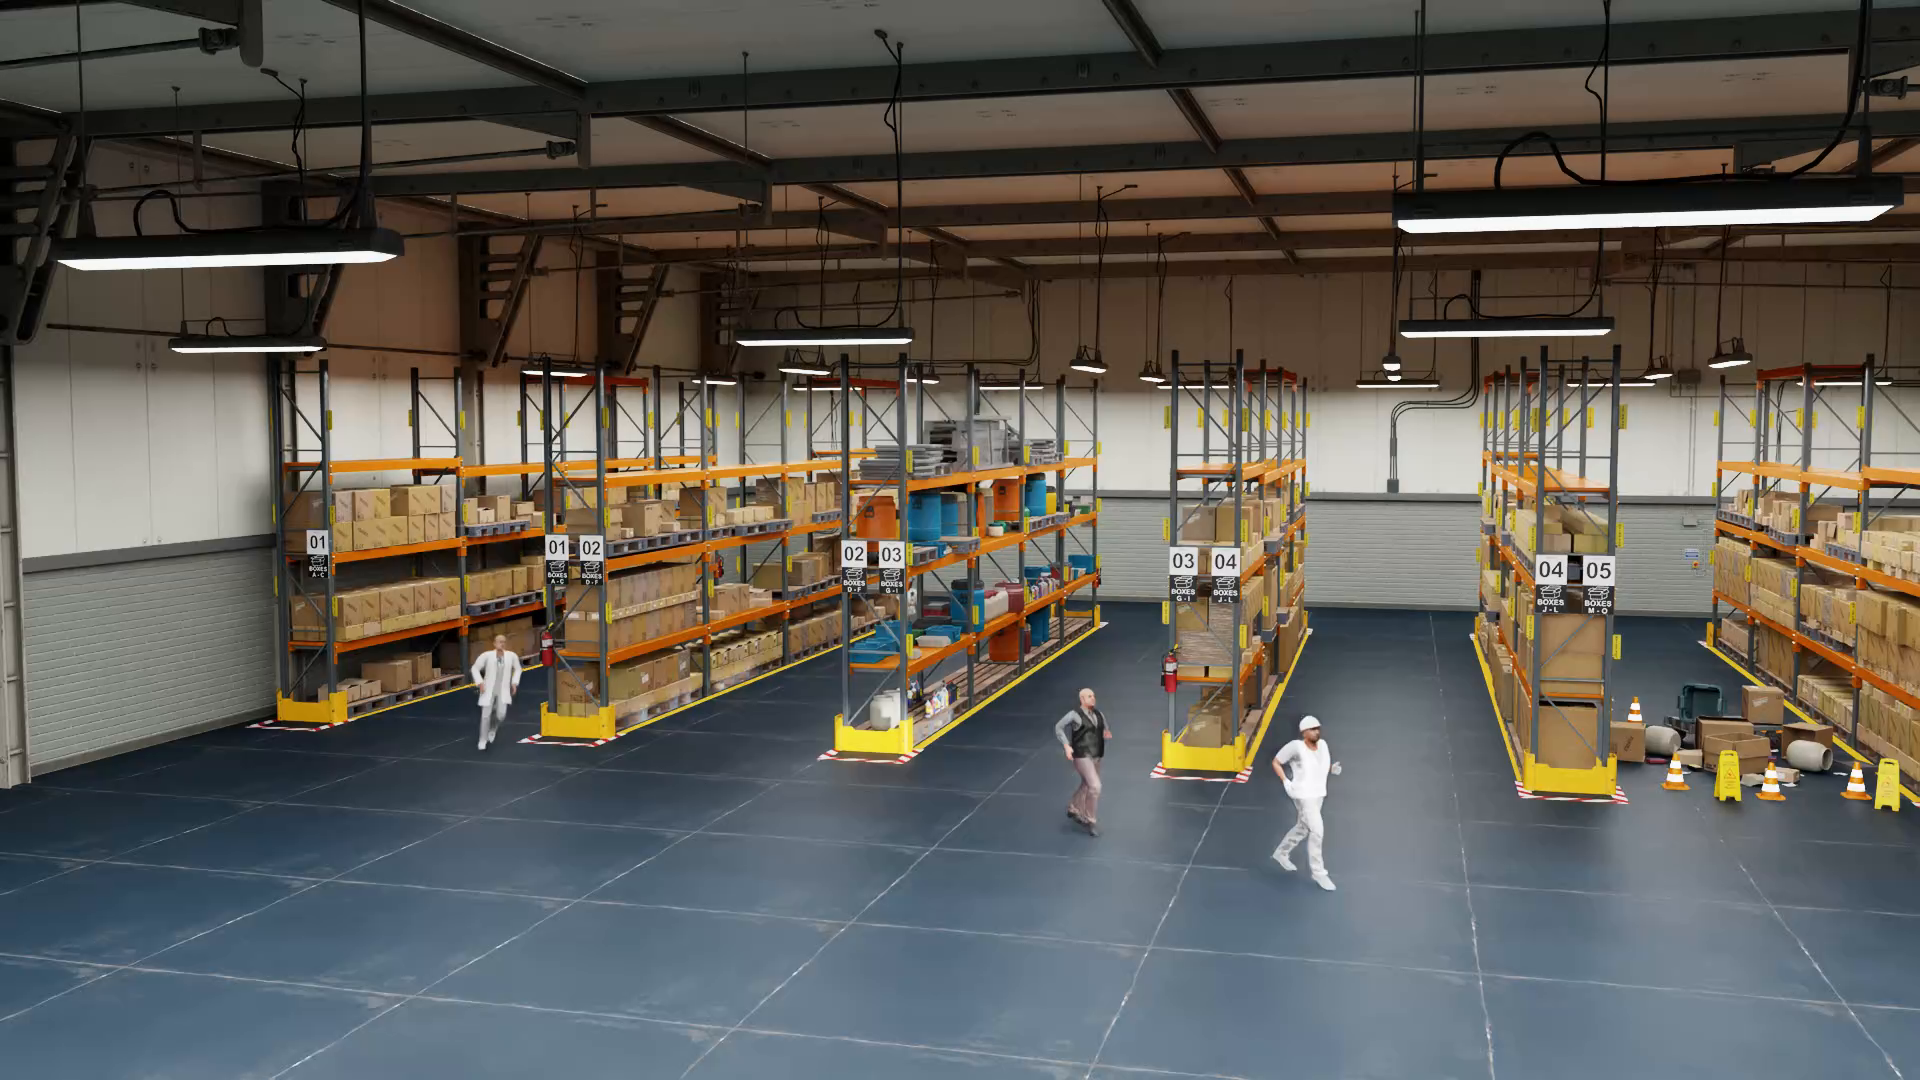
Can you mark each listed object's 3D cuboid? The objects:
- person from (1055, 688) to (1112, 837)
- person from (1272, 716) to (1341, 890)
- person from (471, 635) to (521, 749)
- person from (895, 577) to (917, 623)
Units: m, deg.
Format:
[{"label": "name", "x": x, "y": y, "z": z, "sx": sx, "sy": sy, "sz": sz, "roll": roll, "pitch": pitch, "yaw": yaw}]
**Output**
[{"label": "person", "x": 1.545, "y": 2.692, "z": 20.231, "sx": 0.630, "sy": 1.784, "sz": 0.764, "roll": -4, "pitch": 6, "yaw": -44}, {"label": "person", "x": 3.794, "y": 2.811, "z": 18.077, "sx": 0.655, "sy": 1.827, "sz": 0.849, "roll": -4, "pitch": 5, "yaw": -41}, {"label": "person", "x": -7.090, "y": 2.323, "z": 25.494, "sx": 0.772, "sy": 1.724, "sz": 0.561, "roll": -2, "pitch": 4, "yaw": -23}, {"label": "person", "x": -1.120, "y": 1.583, "z": 35.408, "sx": 0.542, "sy": 1.664, "sz": 0.736, "roll": 0, "pitch": 4, "yaw": -1}]
